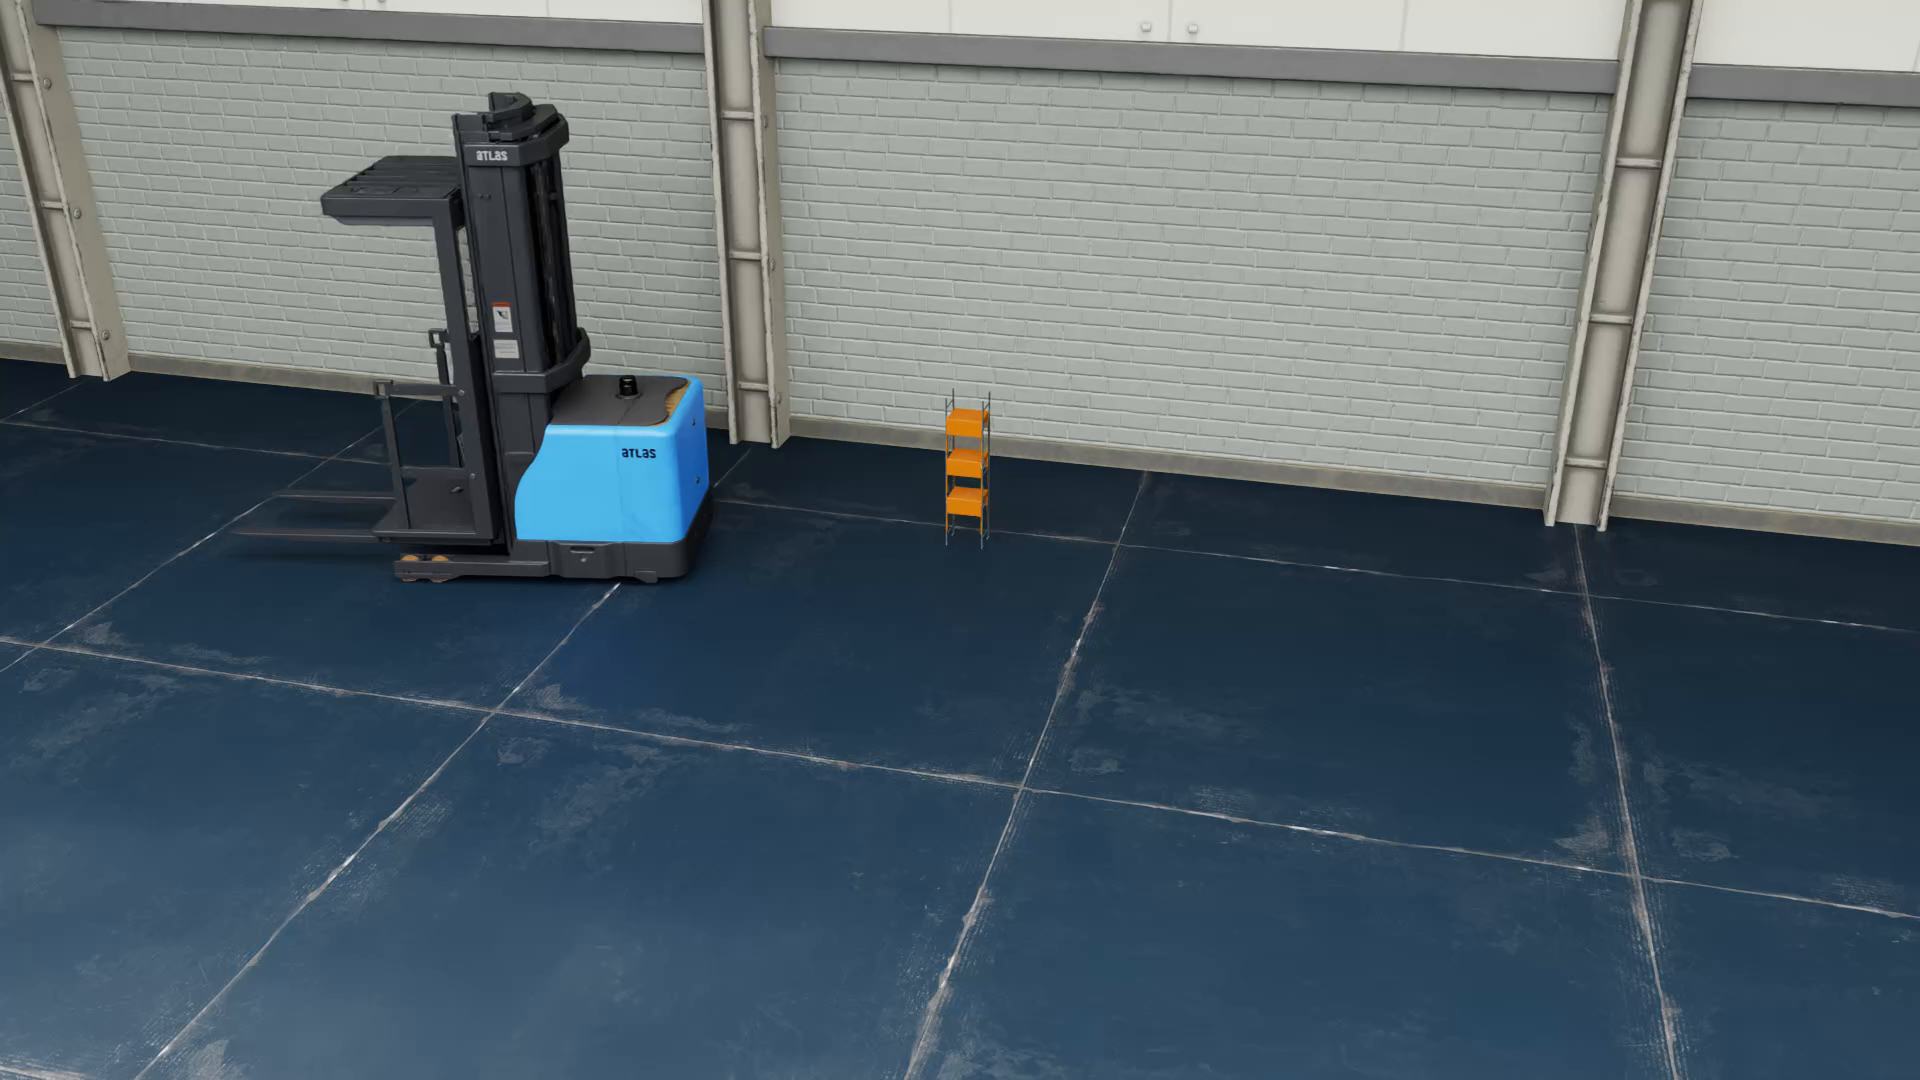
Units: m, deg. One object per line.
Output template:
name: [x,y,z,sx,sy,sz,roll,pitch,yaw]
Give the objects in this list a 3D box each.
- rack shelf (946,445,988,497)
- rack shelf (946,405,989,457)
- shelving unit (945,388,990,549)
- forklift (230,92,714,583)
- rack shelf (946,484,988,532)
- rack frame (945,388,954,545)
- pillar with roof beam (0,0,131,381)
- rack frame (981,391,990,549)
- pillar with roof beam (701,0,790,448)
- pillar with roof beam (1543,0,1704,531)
rack shelf: [0.052,-0.459,11.017,0.240,0.259,0.215,6,26,13]
rack shelf: [0.052,-0.715,10.895,0.240,0.259,0.215,6,26,13]
shelving unit: [0.052,-0.468,11.012,0.252,1.050,0.215,6,26,13]
forklift: [-3.228,-1.276,10.521,3.031,2.935,1.130,1,25,3]
rack shelf: [0.052,-0.208,11.136,0.240,0.259,0.215,6,26,13]
rack frame: [-0.066,-0.481,11.040,0.008,1.050,0.200,6,26,13]
pillar with roof beam: [-8.430,-3.699,8.551,0.400,9.000,9.100,6,26,13]
rack frame: [0.170,-0.455,10.985,0.008,1.050,0.200,6,26,13]
pillar with roof beam: [-2.619,-3.057,7.202,0.400,9.000,9.100,6,26,13]
pillar with roof beam: [3.192,-2.415,5.853,0.400,9.000,9.100,6,26,13]
